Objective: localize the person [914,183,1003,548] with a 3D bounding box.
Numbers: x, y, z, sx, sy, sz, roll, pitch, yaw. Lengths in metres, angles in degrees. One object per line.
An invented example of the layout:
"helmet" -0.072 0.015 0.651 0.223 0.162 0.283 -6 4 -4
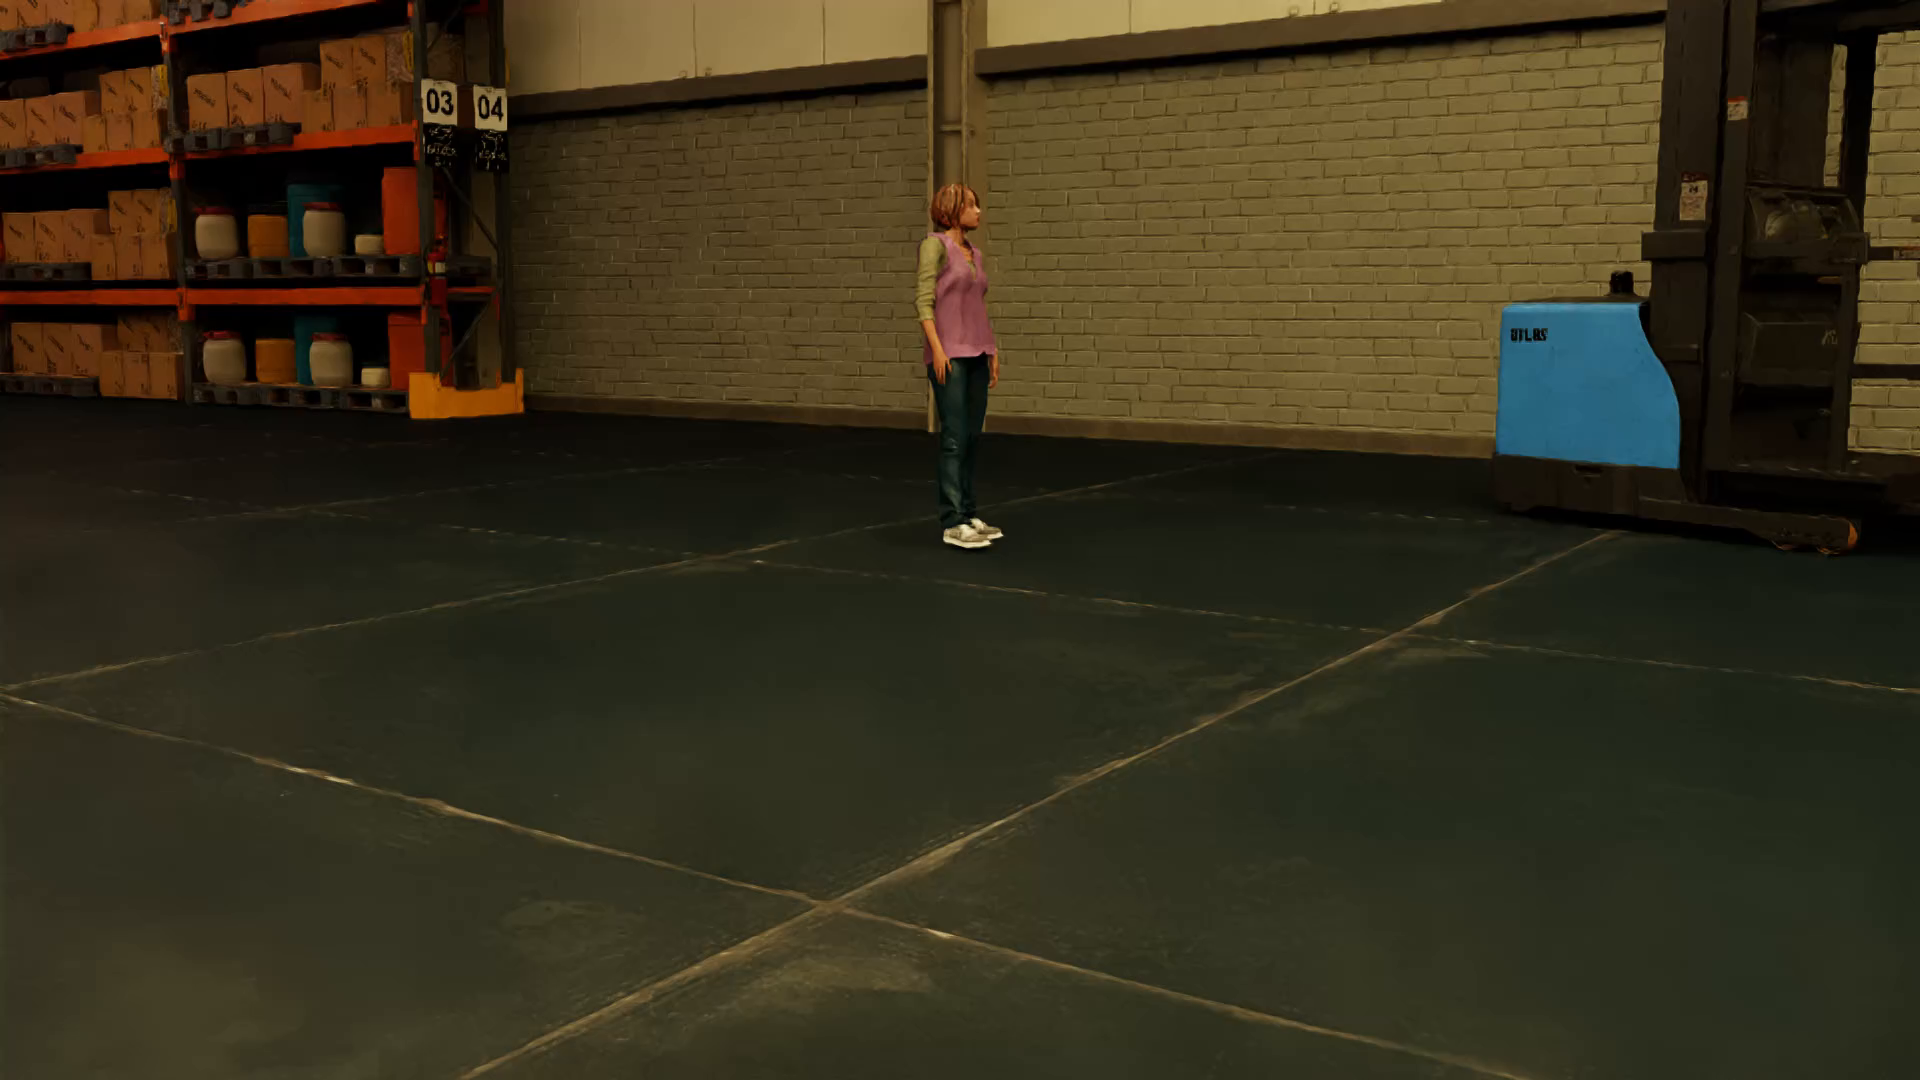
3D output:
"person" 0.054 -0.790 7.438 0.474 1.597 0.520 5 10 34

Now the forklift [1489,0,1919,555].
"forklift" 4.002 -1.462 7.473 1.130 2.935 3.031 -6 10 -36
